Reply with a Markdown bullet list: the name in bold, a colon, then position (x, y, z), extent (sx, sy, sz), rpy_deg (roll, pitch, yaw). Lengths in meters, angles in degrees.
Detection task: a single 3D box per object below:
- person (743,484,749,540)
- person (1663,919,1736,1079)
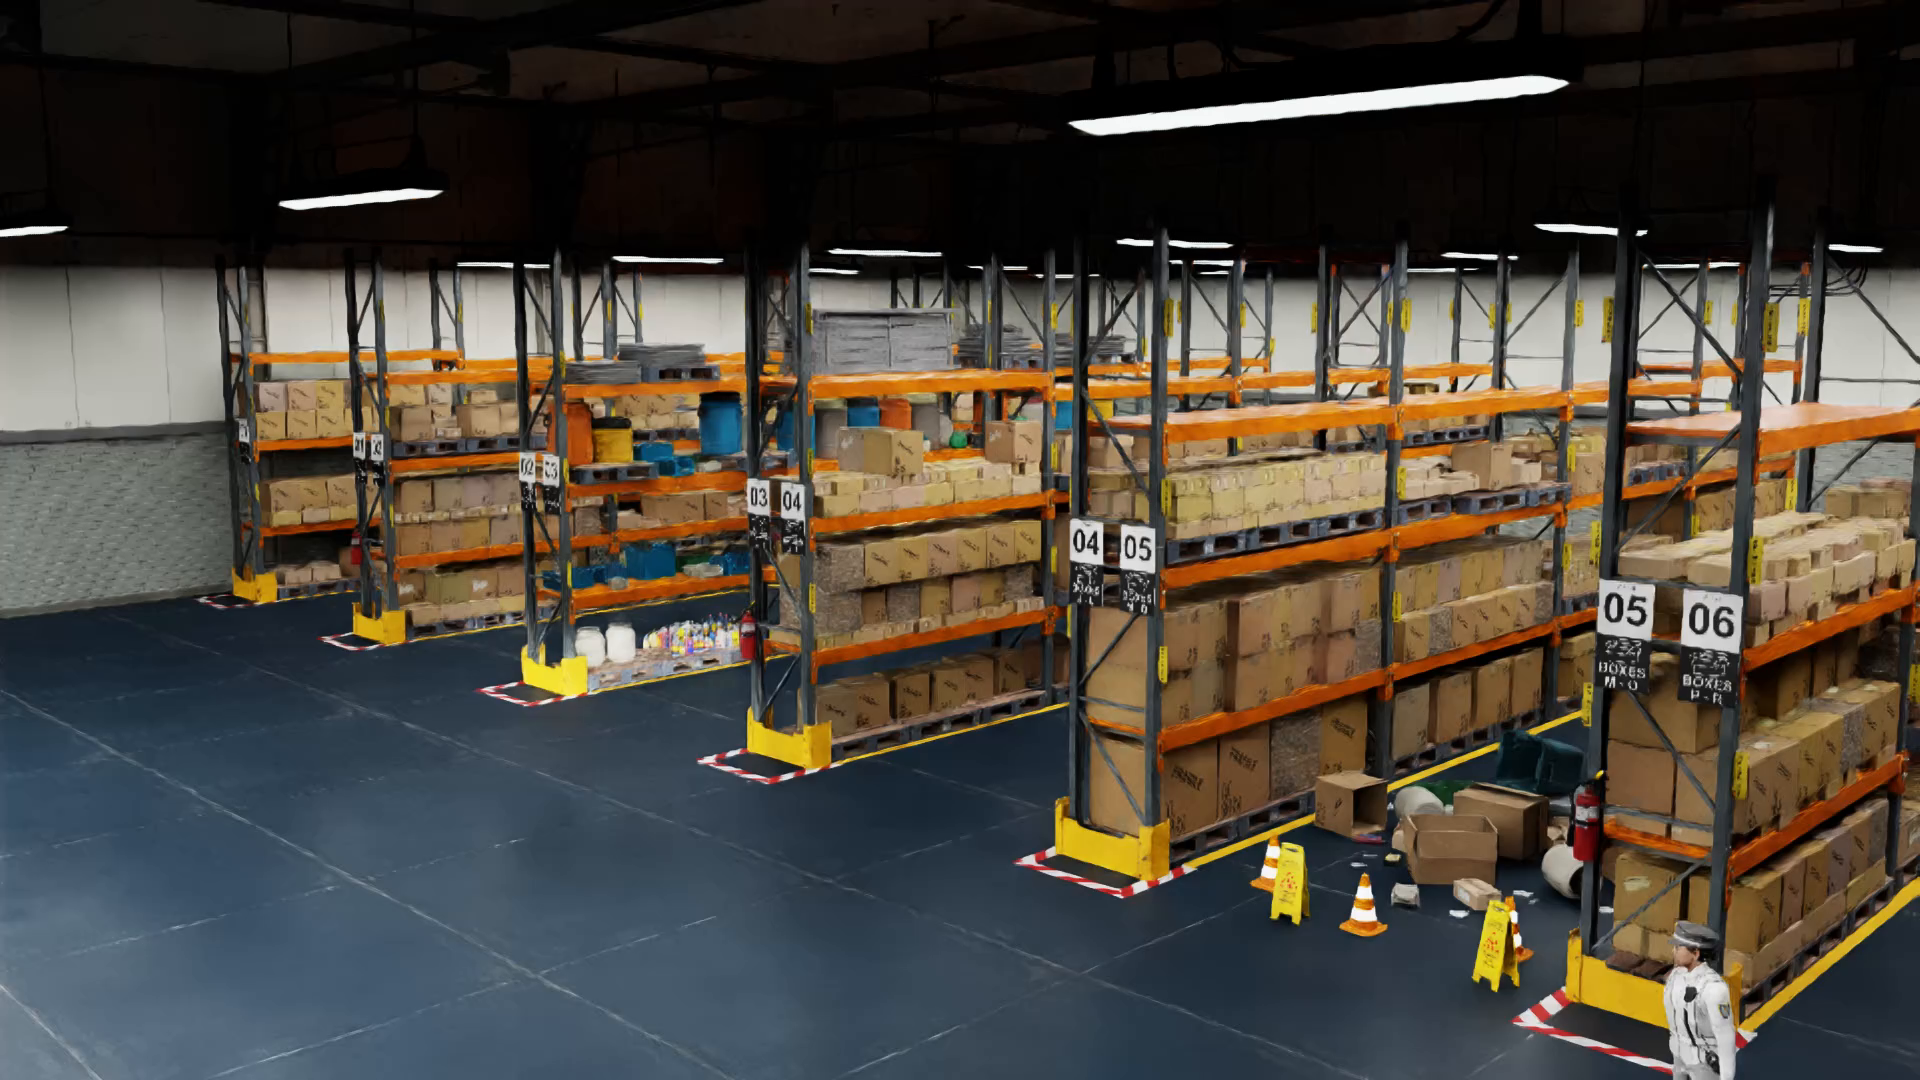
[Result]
- **person**: position (-4.140, -0.338, 33.201), extent (1.088, 1.589, 0.456), rpy_deg (-7, 11, -42)
- **person**: position (4.317, 3.007, 9.559), extent (0.517, 1.670, 0.533), rpy_deg (-1, 8, -8)
